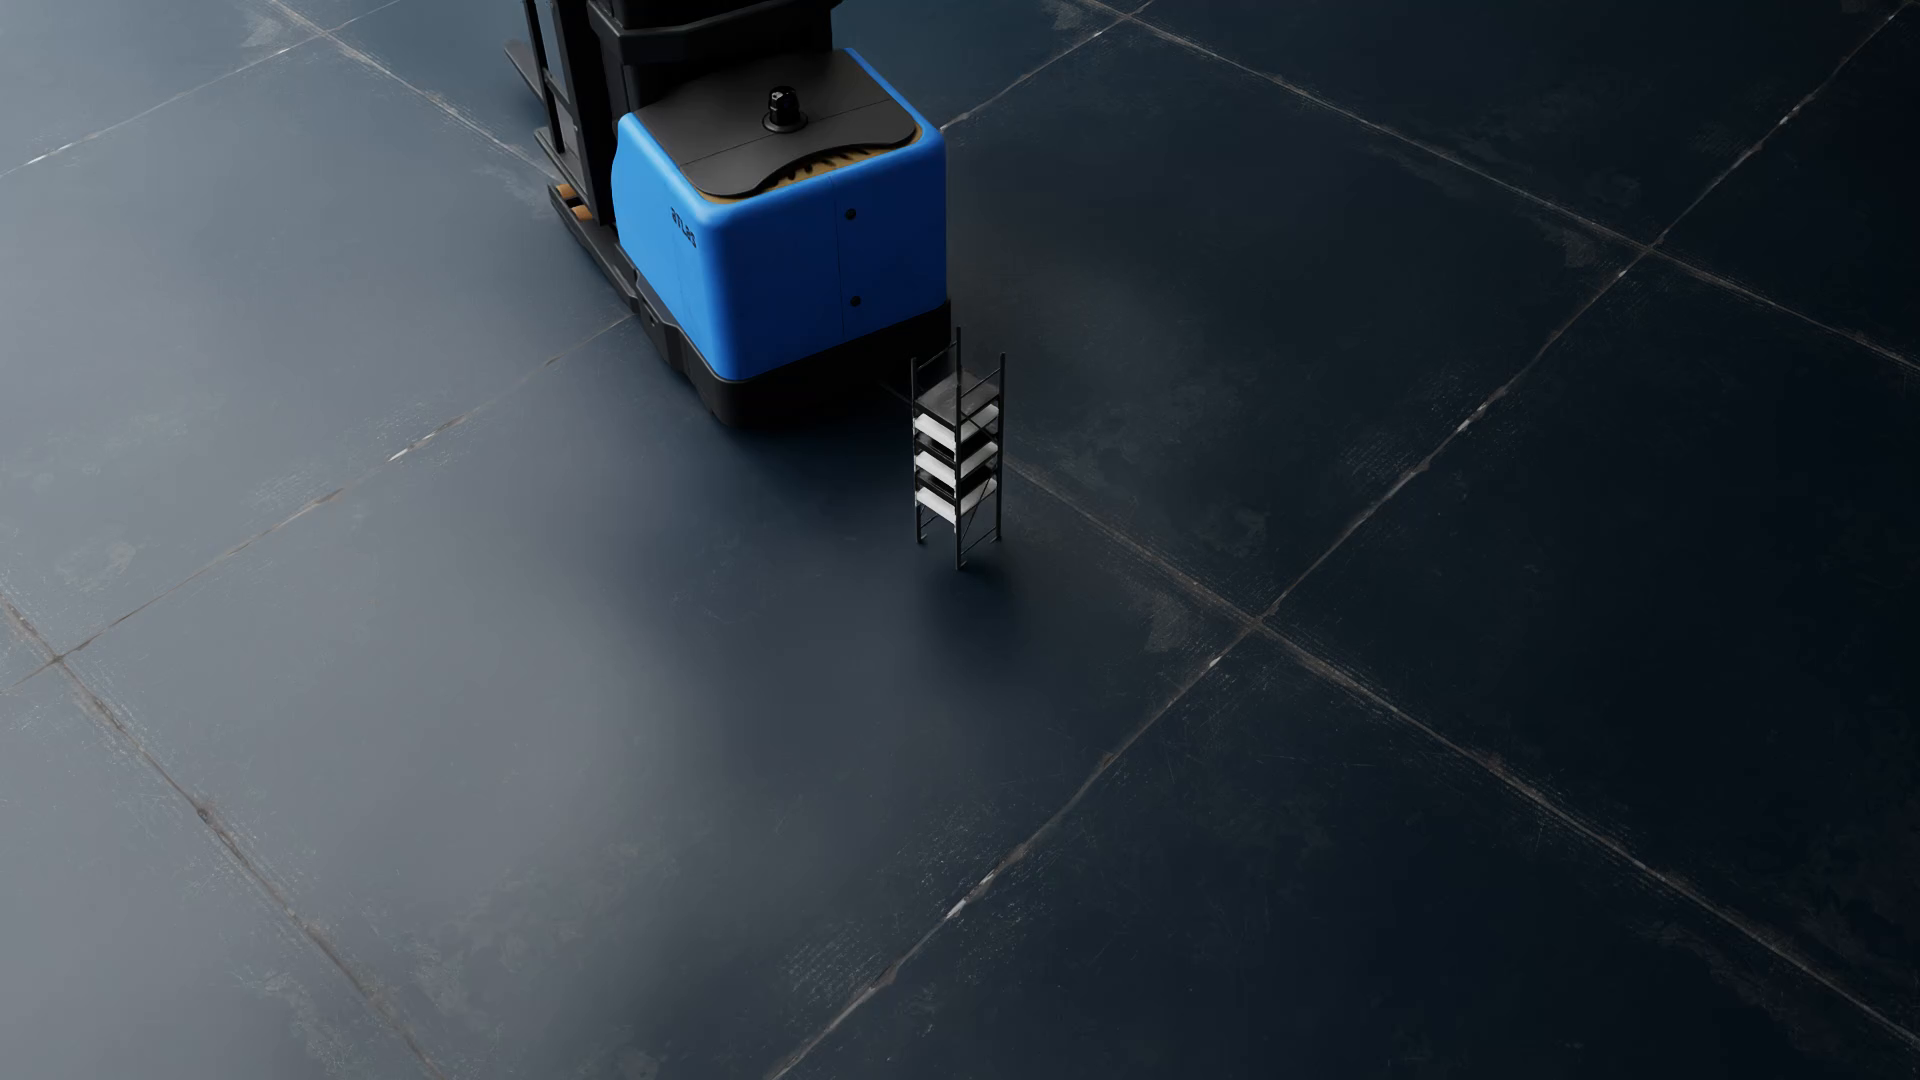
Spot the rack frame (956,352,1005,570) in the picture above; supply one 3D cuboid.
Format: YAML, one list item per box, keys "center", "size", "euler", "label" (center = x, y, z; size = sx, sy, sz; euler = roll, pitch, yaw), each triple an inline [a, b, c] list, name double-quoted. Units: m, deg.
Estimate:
- center: [0.069, -0.262, 5.879]
  size: [0.006, 0.900, 0.240]
  euler: [34, 55, 28]
  label: "rack frame"

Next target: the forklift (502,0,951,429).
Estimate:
- center: [-1.219, -2.508, 6.594]
  size: [1.130, 2.935, 3.031]
  euler: [-23, 51, -20]
  label: "forklift"

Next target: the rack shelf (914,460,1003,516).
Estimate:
- center: [-0.006, -0.228, 6.016]
  size: [0.200, 0.077, 0.258]
  euler: [34, 55, 28]
  label: "rack shelf"

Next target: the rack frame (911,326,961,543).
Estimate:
- center: [-0.081, -0.362, 5.973]
  size: [0.006, 0.900, 0.240]
  euler: [34, 55, 28]
  label: "rack frame"

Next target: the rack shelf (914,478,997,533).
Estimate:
- center: [-0.006, -0.166, 6.081]
  size: [0.200, 0.077, 0.258]
  euler: [34, 55, 28]
  label: "rack shelf"

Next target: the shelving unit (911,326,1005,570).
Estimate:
- center: [-0.006, -0.312, 5.926]
  size: [0.210, 0.900, 0.258]
  euler: [34, 55, 28]
  label: "shelving unit"

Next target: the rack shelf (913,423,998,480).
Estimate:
- center: [-0.006, -0.351, 5.884]
  size: [0.200, 0.077, 0.258]
  euler: [34, 55, 28]
  label: "rack shelf"

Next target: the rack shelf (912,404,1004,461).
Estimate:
- center: [-0.006, -0.412, 5.819]
  size: [0.200, 0.077, 0.258]
  euler: [34, 55, 28]
  label: "rack shelf"

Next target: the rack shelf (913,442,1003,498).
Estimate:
- center: [-0.006, -0.289, 5.950]
  size: [0.200, 0.077, 0.258]
  euler: [34, 55, 28]
  label: "rack shelf"

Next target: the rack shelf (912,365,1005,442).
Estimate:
- center: [-0.006, -0.474, 5.753]
  size: [0.200, 0.077, 0.258]
  euler: [34, 55, 28]
  label: "rack shelf"
